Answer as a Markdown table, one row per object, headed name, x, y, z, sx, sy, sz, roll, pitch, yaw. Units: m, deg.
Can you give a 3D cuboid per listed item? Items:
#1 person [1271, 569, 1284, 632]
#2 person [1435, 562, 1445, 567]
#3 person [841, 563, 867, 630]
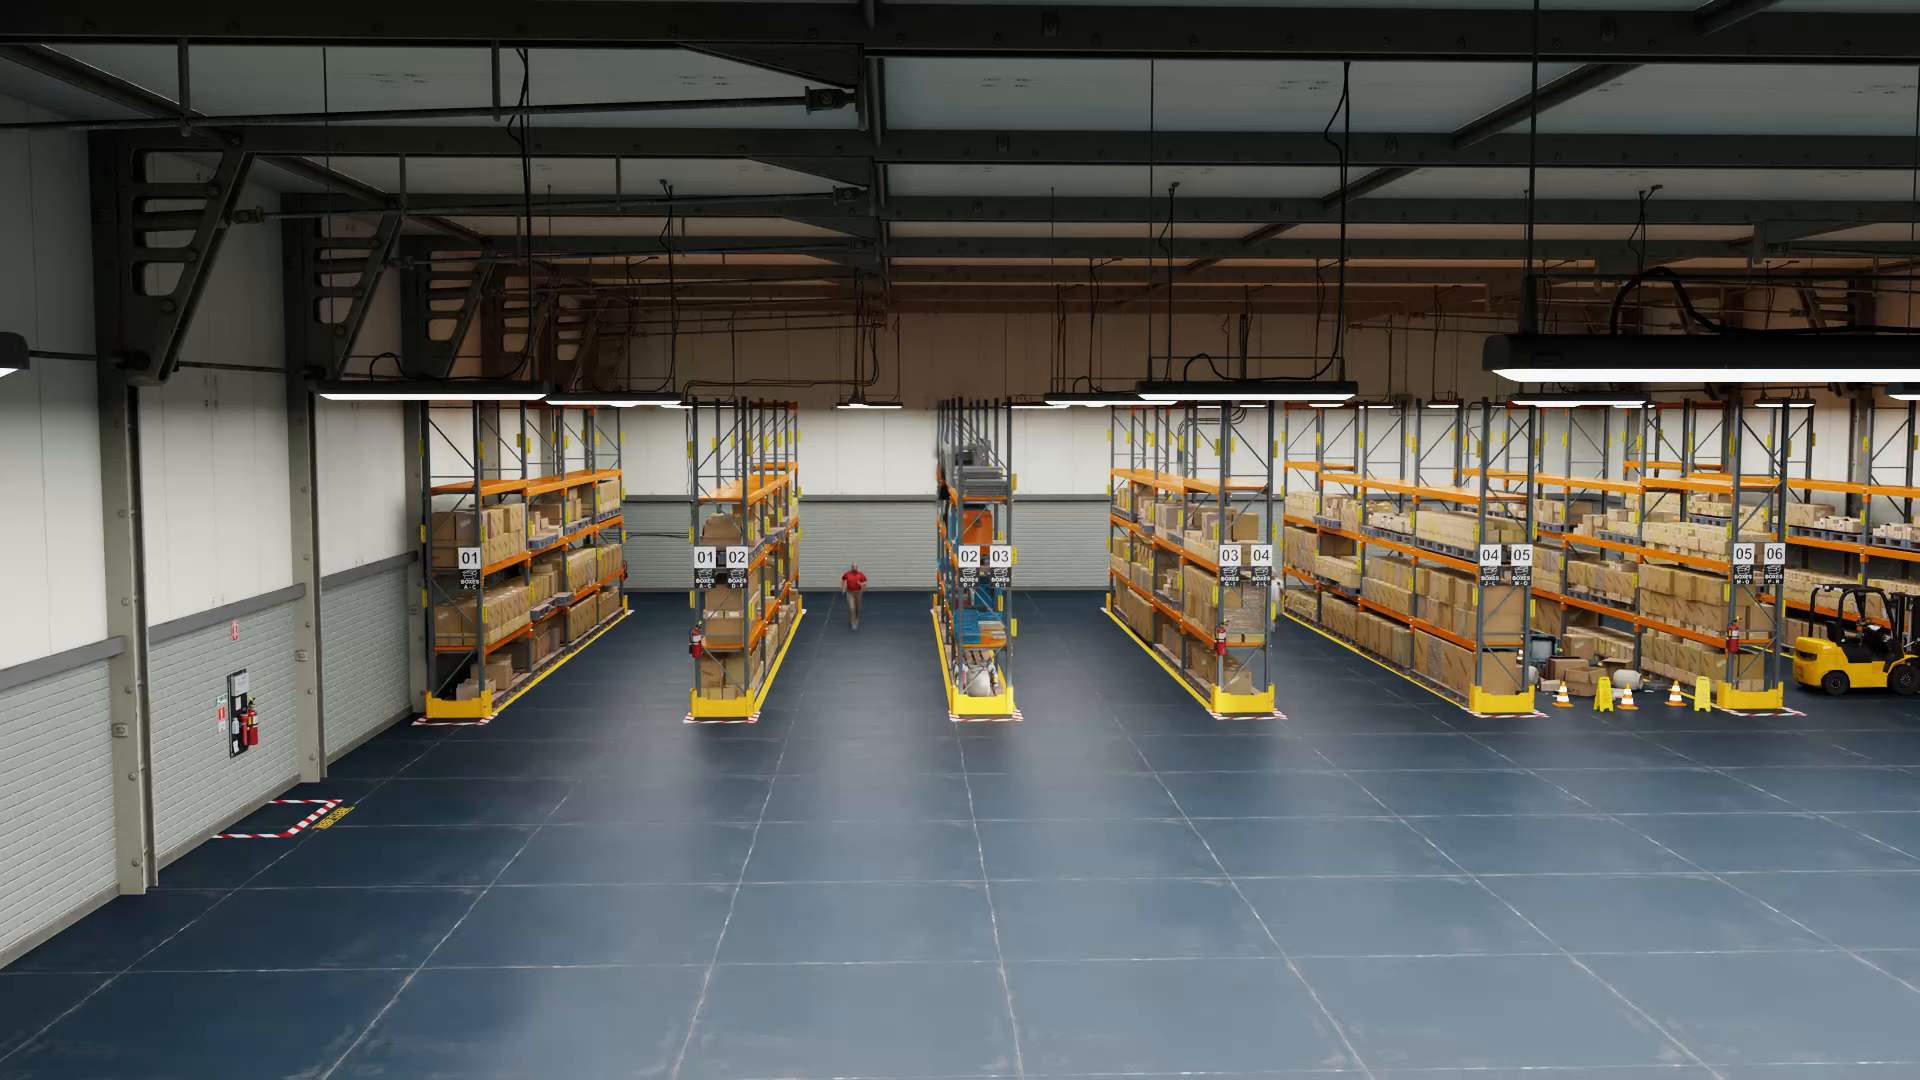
| name | x | y | z | sx | sy | sz | roll | pitch | yaw |
| --- | --- | --- | --- | --- | --- | --- | --- | --- | --- |
| person | 8.153 | 1.574 | 43.248 | 0.586 | 1.621 | 0.505 | 0 | 4 | 4 |
| person | 14.206 | 1.159 | 49.267 | 0.578 | 1.553 | 0.560 | 1 | 4 | 8 |
| person | -2.774 | 1.453 | 43.794 | 0.660 | 1.723 | 0.969 | -1 | 4 | -9 |
